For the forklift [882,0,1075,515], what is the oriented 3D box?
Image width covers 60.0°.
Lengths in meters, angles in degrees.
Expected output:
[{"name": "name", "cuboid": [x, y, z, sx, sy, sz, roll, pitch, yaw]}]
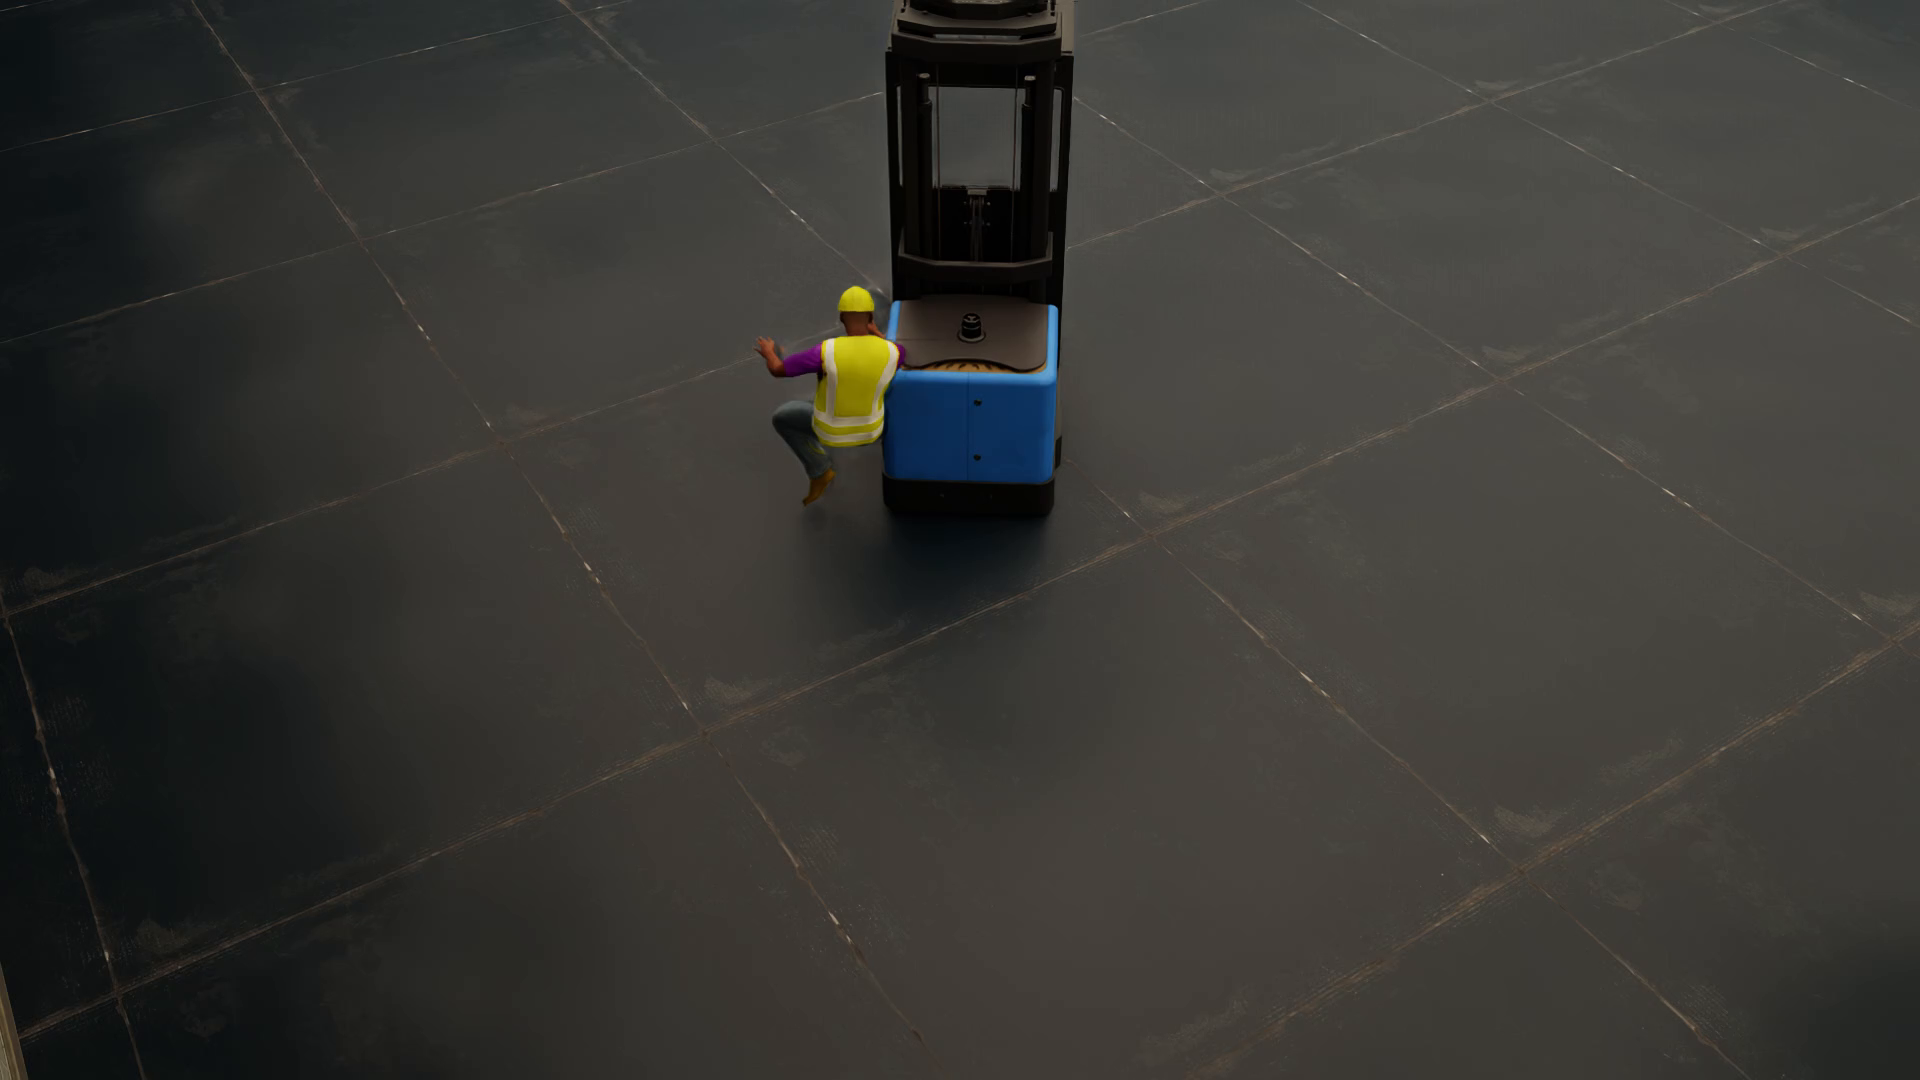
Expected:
[{"name": "forklift", "cuboid": [0.127, -2.212, 10.402, 1.130, 2.935, 3.031, 2, 41, 2]}]

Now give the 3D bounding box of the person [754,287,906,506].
[{"name": "person", "cuboid": [-0.681, -0.886, 9.916, 1.007, 1.525, 0.791, -9, 42, -10]}]
